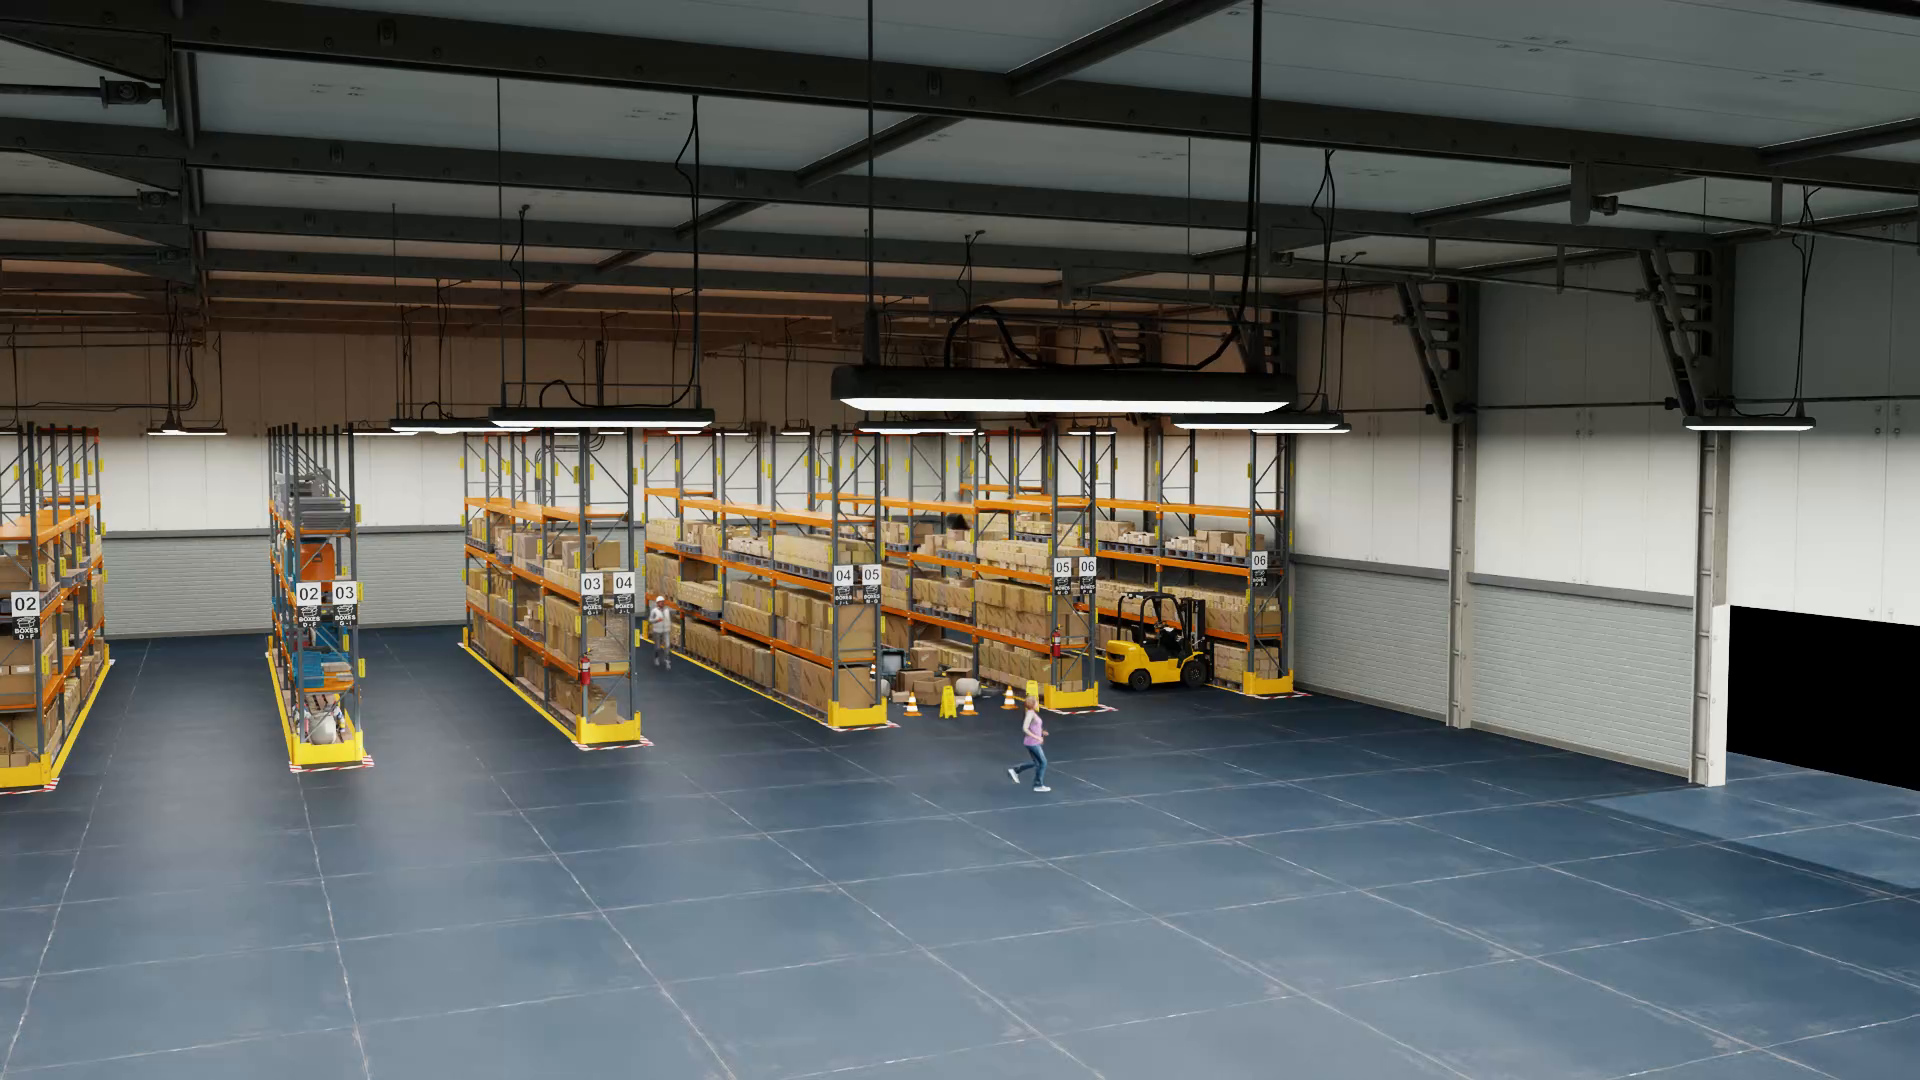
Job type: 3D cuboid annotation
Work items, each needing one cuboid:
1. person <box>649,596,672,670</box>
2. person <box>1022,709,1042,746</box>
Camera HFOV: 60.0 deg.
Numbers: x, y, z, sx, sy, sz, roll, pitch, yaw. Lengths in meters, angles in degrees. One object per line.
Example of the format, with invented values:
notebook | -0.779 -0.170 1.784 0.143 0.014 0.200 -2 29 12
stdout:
person | -7.407 2.285 41.267 0.651 1.784 0.878 -2 4 -26
person | 1.165 3.034 26.909 0.314 0.582 0.542 0 3 4
